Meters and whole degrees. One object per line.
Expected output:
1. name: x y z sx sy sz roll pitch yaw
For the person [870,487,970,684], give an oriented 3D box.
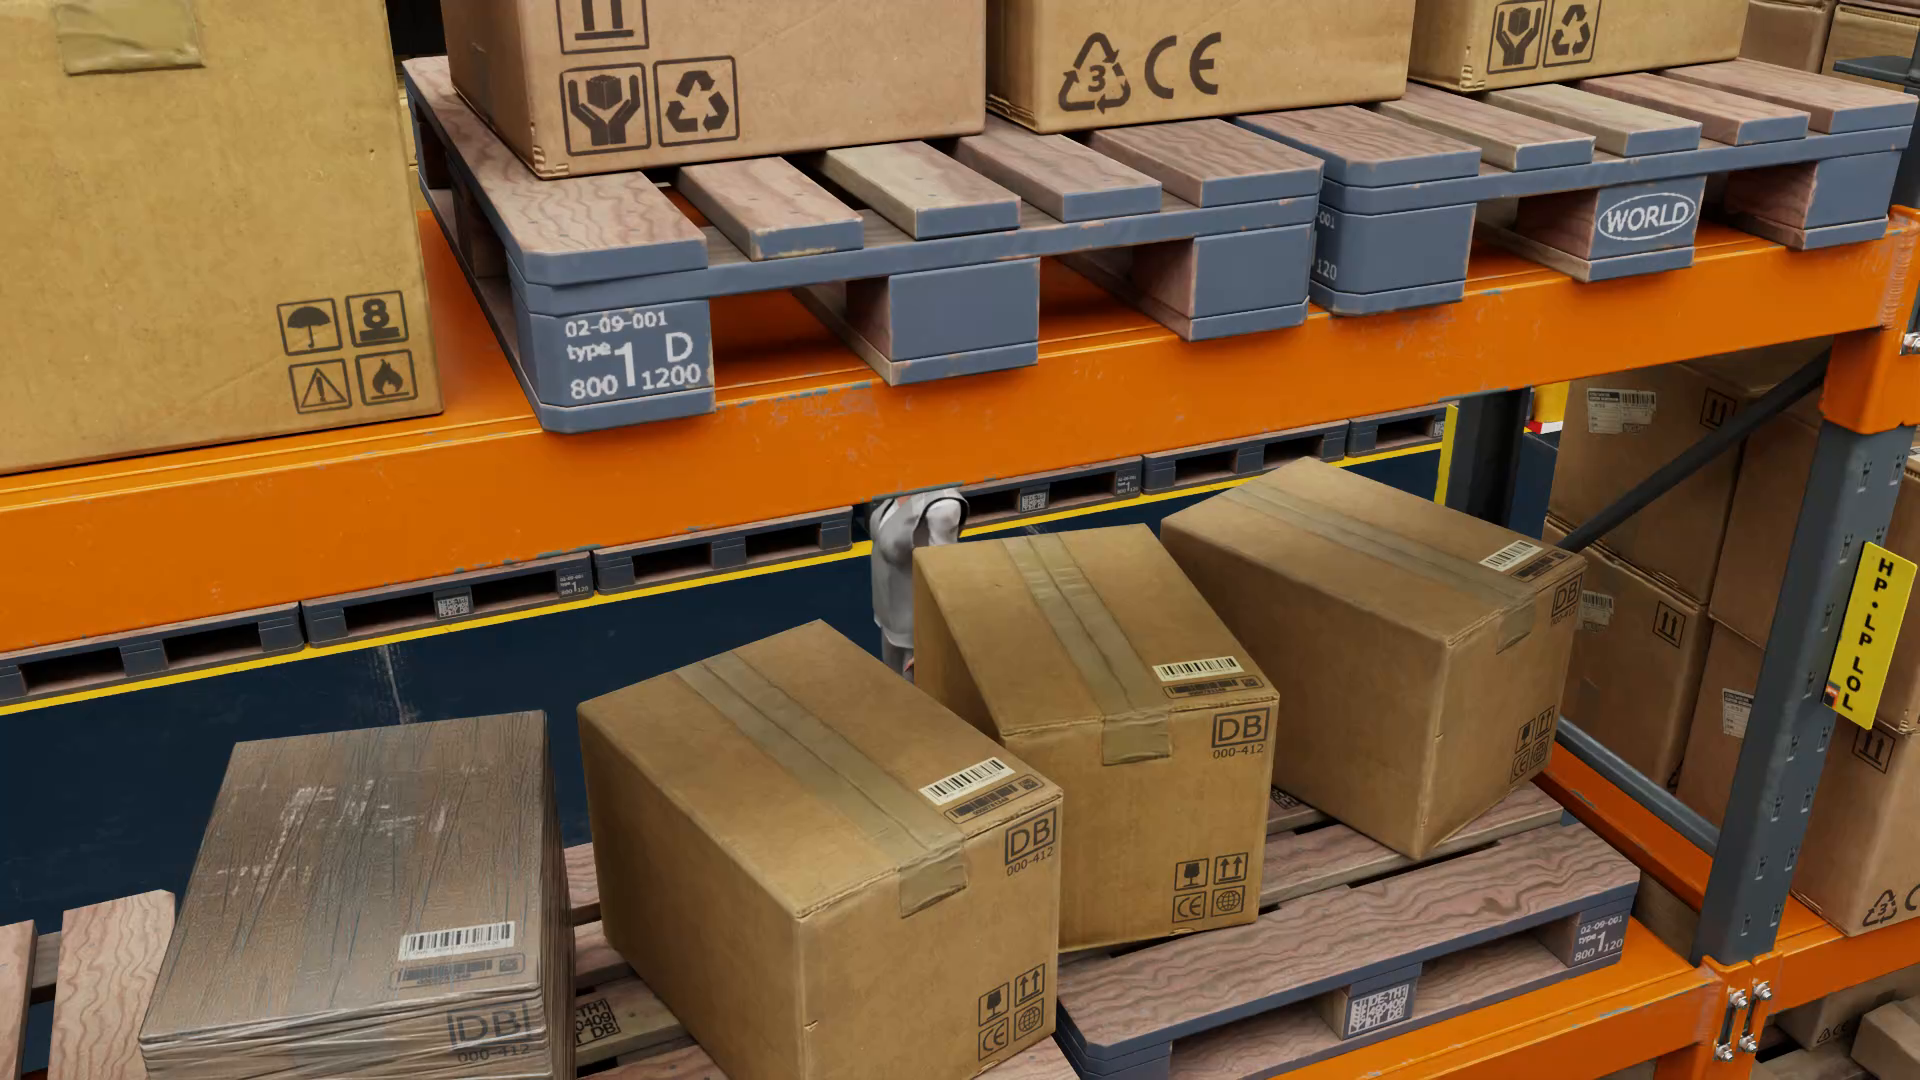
1. person: -0.127 0.309 5.522 0.308 1.603 0.407 -10 28 -19
